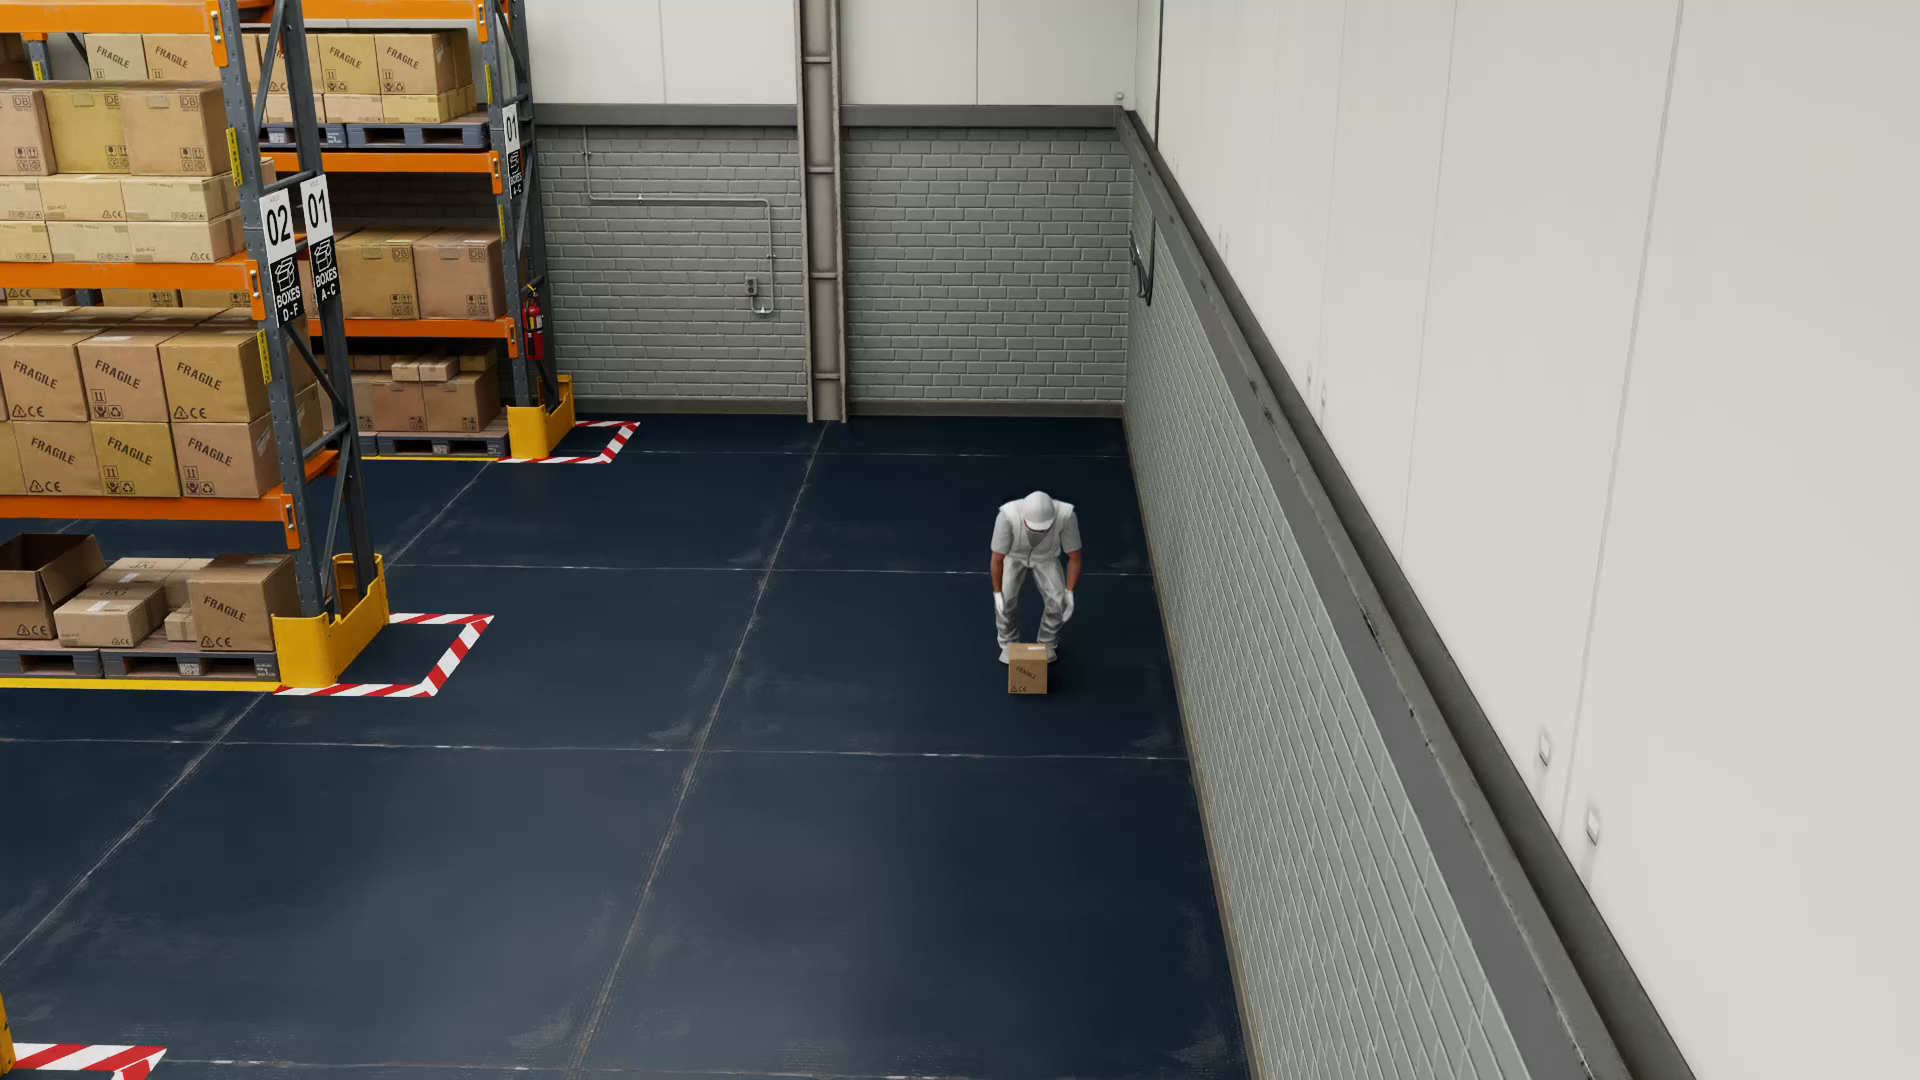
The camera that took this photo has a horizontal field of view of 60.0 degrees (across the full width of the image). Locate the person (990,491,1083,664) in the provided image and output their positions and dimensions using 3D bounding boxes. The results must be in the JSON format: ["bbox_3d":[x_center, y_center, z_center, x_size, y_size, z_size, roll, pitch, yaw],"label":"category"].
[{"bbox_3d":[0.510,0.205,11.168,0.611,1.319,0.816,1,21,2],"label":"person"}]
